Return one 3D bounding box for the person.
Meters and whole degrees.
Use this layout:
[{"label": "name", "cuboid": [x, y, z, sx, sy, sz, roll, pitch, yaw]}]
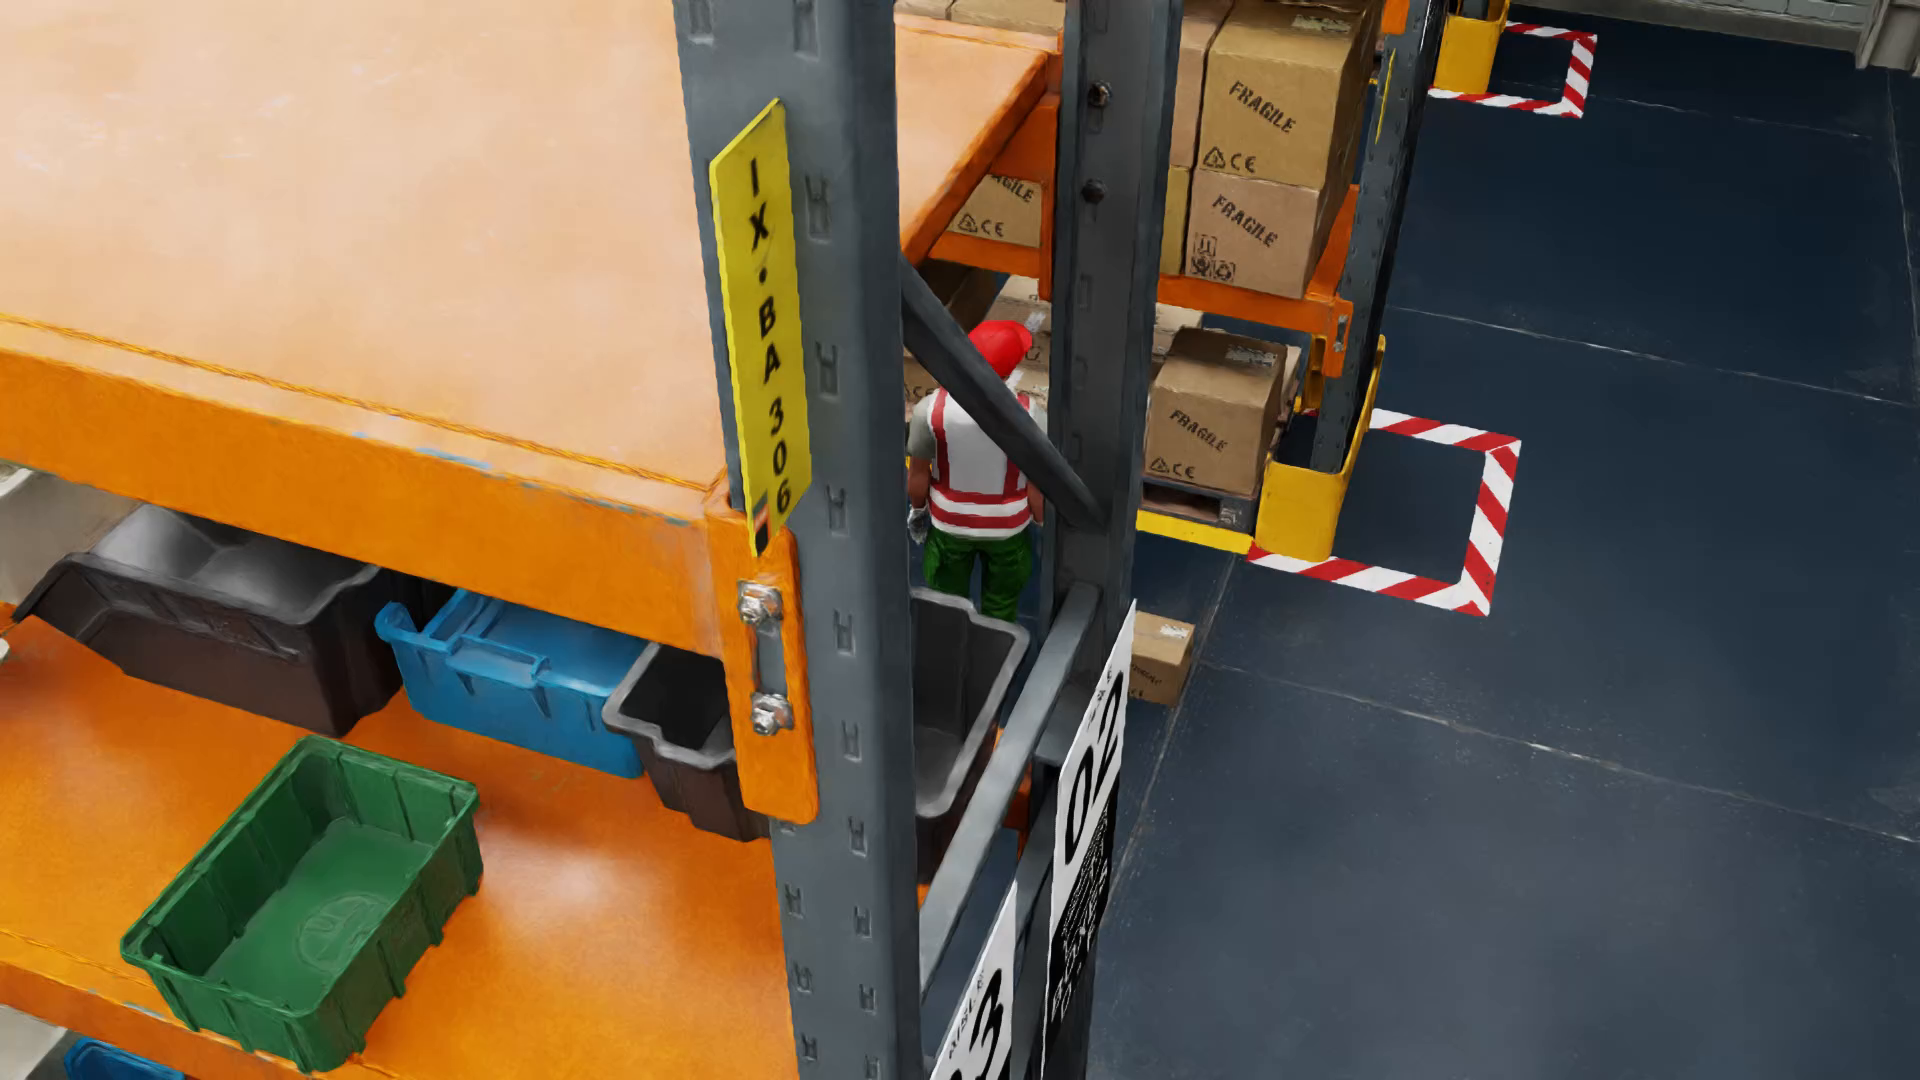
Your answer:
[{"label": "person", "cuboid": [0.074, -0.060, 6.311, 0.559, 1.830, 0.442, 4, 41, 5]}]
